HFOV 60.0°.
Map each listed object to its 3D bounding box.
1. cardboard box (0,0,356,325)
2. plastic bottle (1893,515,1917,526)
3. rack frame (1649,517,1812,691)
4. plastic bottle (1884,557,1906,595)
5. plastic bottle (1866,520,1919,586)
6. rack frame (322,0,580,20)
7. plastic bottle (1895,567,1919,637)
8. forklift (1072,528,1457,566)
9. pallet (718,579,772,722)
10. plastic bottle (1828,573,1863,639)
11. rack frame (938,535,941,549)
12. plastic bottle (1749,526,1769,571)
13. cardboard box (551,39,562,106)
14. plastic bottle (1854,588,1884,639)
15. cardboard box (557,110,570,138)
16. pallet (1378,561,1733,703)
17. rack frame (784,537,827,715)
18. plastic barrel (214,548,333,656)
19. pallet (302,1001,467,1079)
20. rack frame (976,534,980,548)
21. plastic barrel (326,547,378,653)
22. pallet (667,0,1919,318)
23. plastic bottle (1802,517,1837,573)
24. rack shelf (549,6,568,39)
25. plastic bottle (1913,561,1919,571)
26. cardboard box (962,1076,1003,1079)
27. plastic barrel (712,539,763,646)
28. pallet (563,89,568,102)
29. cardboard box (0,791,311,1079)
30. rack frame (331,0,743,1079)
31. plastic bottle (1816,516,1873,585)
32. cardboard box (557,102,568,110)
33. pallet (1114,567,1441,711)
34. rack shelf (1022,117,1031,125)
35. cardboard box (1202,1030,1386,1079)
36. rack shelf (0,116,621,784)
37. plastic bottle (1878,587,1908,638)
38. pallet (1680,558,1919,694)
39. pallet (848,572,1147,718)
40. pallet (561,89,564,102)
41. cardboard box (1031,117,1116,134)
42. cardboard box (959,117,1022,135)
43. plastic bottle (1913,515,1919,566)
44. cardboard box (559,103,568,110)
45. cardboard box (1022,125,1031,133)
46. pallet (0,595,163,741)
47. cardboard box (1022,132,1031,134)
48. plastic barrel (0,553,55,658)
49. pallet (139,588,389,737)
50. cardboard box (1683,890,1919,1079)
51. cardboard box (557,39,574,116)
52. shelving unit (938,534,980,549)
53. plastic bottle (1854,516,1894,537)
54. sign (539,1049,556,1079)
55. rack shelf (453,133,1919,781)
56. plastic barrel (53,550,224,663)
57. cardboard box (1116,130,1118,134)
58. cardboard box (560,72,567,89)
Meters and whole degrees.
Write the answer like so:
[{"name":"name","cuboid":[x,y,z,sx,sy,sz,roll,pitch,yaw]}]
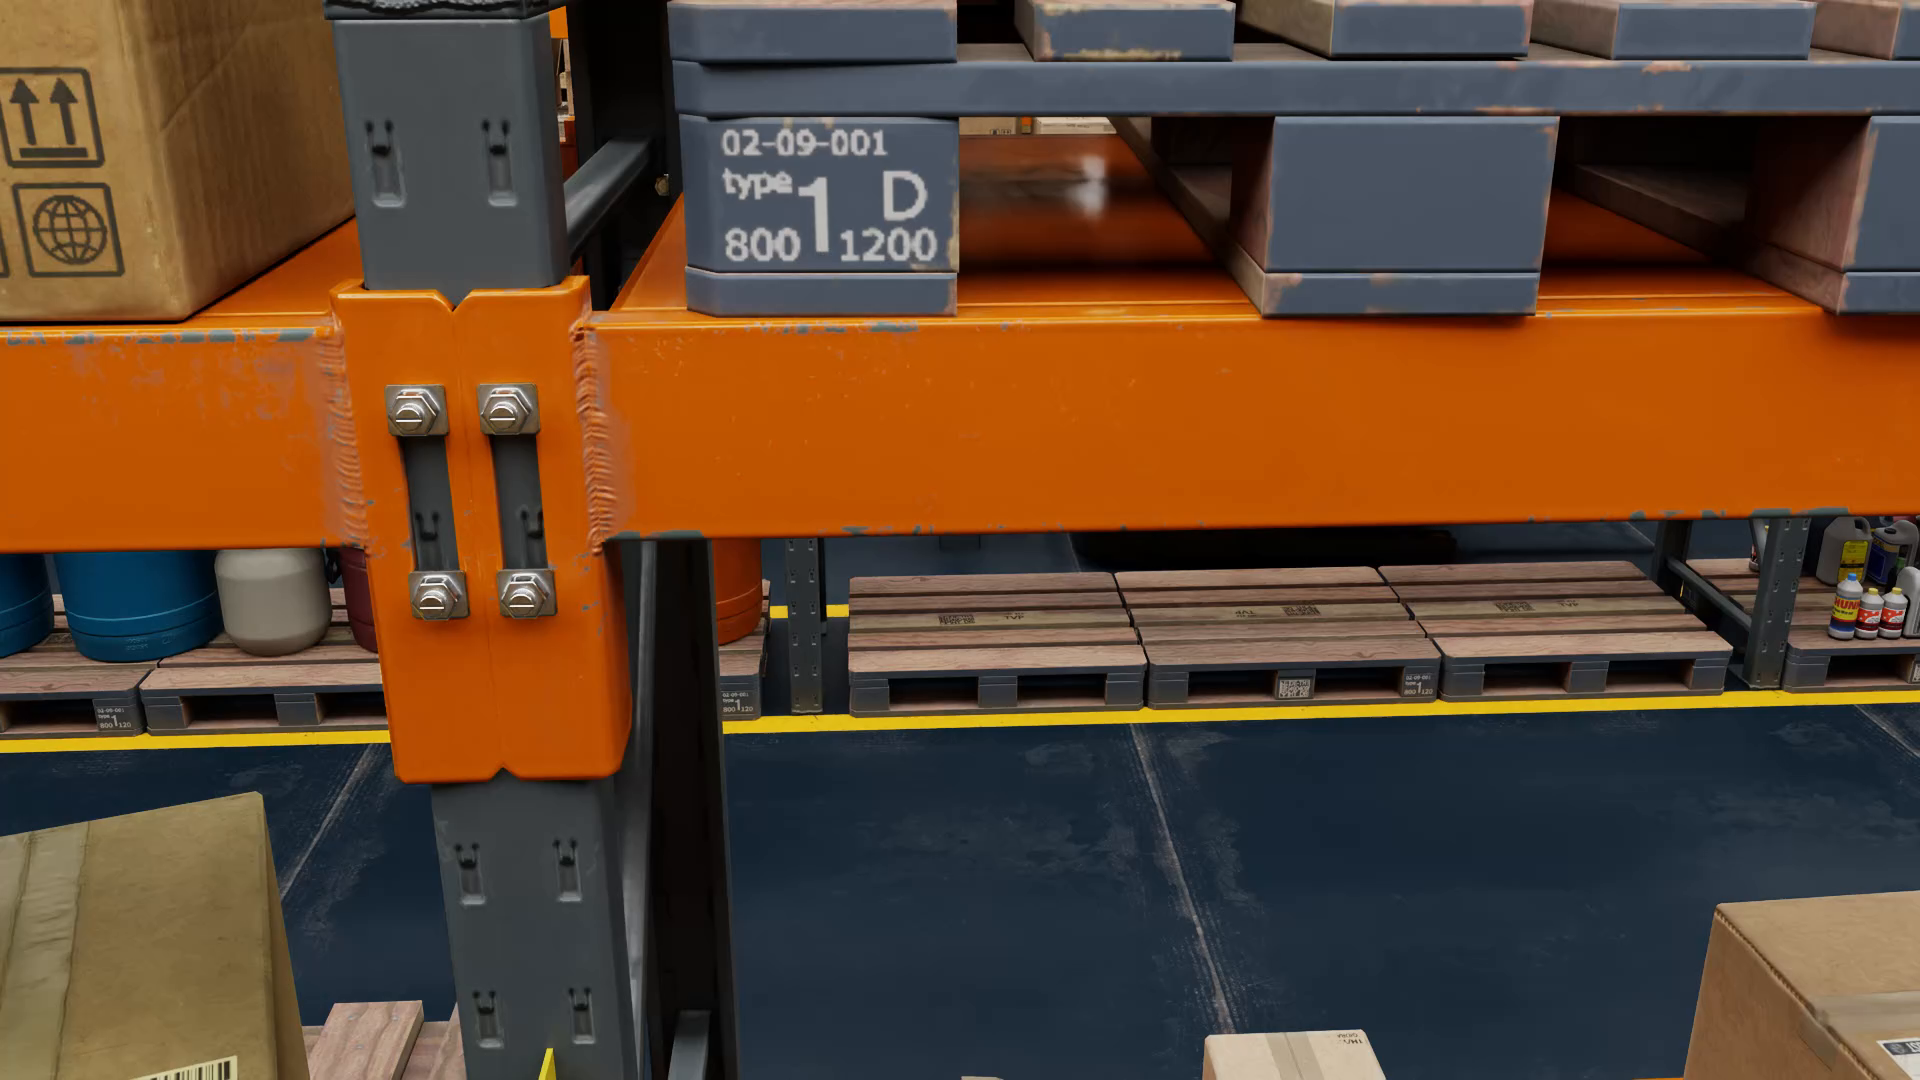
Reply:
[{"name":"cardboard box","cuboid":[-0.804,-0.536,1.458,0.500,0.500,0.910,-1,21,-3]},{"name":"plastic bottle","cuboid":[4.322,-0.023,7.666,0.133,0.283,0.061,0,21,1]},{"name":"rack frame","cuboid":[3.344,-0.950,6.899,0.127,3.000,1.000,-1,21,-3]},{"name":"plastic bottle","cuboid":[4.002,0.209,7.055,0.133,0.283,0.061,-1,21,-3]},{"name":"plastic bottle","cuboid":[4.196,0.050,7.482,0.135,0.276,0.152,-1,21,-3]},{"name":"rack frame","cuboid":[-0.371,-1.912,0.997,0.127,3.000,1.000,-1,21,-3]},{"name":"plastic bottle","cuboid":[4.008,0.251,6.957,0.135,0.276,0.152,0,21,-1]},{"name":"forklift","cuboid":[2.082,-1.423,8.240,3.031,2.935,1.130,-1,21,-1]},{"name":"pallet","cuboid":[-1.434,0.466,7.101,1.213,0.211,1.003,-1,21,-3]},{"name":"plastic bottle","cuboid":[3.687,0.269,6.915,0.097,0.271,0.097,0,21,0]},{"name":"rack frame","cuboid":[-0.110,-0.418,8.455,0.006,0.900,0.240,-1,21,-3]},{"name":"plastic bottle","cuboid":[3.688,0.034,7.629,0.097,0.201,0.097,0,21,0]},{"name":"cardboard box","cuboid":[-2.983,-3.106,11.013,0.637,0.503,0.797,0,21,-1]},{"name":"plastic bottle","cuboid":[3.789,0.300,6.933,0.097,0.201,0.097,0,21,0]},{"name":"cardboard box","cuboid":[-2.427,-2.557,10.980,0.500,0.500,0.500,-2,21,-5]},{"name":"pallet","cuboid":[2.562,0.383,7.318,1.213,0.211,1.003,-1,21,-3]},{"name":"rack frame","cuboid":[-0.650,-0.868,6.686,0.127,3.000,1.000,-1,21,-3]},{"name":"plastic barrel","cuboid":[-2.823,0.180,6.838,0.421,0.512,0.421,0,21,0]},{"name":"pallet","cuboid":[-1.043,1.020,1.997,1.003,0.211,1.213,-1,21,-3]},{"name":"rack frame","cuboid":[0.093,-0.422,8.466,0.006,0.900,0.240,-1,21,-3]},{"name":"plastic barrel","cuboid":[-2.264,0.101,6.938,0.708,0.588,0.600,-1,21,-3]},{"name":"pallet","cuboid":[0.302,-0.468,1.684,1.003,0.211,1.213,0,21,-1]},{"name":"plastic bottle","cuboid":[3.970,-0.033,7.596,0.185,0.351,0.144,-2,21,-4]},{"name":"rack shelf","cuboid":[-2.646,-1.893,6.174,4.000,0.370,1.077,-1,21,-3]},{"name":"plastic bottle","cuboid":[4.165,0.163,7.083,0.185,0.351,0.144,-1,21,-3]},{"name":"cardboard box","cuboid":[-0.005,0.941,2.059,0.500,0.311,0.500,0,21,0]},{"name":"plastic barrel","cuboid":[-1.137,-0.034,6.956,0.708,0.830,0.600,-1,21,-3]},{"name":"pallet","cuboid":[-3.089,-4.247,15.831,1.213,0.211,1.003,-1,21,-3]},{"name":"cardboard box","cuboid":[-0.993,0.701,1.833,0.500,0.500,0.700,-8,22,-21]},{"name":"rack frame","cuboid":[-0.371,0.891,2.064,0.127,3.000,1.000,-1,21,-3]},{"name":"plastic bottle","cuboid":[3.979,0.018,7.461,0.185,0.351,0.144,-1,21,-3]},{"name":"cardboard box","cuboid":[-2.958,-2.729,11.432,0.500,0.500,0.500,-1,21,-3]},{"name":"pallet","cuboid":[1.341,0.409,7.250,1.213,0.211,1.003,-1,21,-3]},{"name":"rack shelf","cuboid":[0.882,-4.096,16.175,4.000,0.370,1.077,-1,21,-3]},{"name":"cardboard box","cuboid":[0.512,0.892,2.415,0.250,0.149,0.380,-1,21,-3]},{"name":"rack shelf","cuboid":[-2.367,-0.134,1.552,4.000,0.370,1.077,-1,21,-3]},{"name":"plastic bottle","cuboid":[3.890,0.298,6.938,0.097,0.201,0.097,0,21,0]},{"name":"pallet","cuboid":[4.017,0.355,7.393,1.213,0.211,1.003,-1,21,-3]},{"name":"pallet","cuboid":[0.126,0.433,7.187,1.213,0.211,1.003,-1,21,-3]},{"name":"pallet","cuboid":[-4.337,-4.185,15.666,1.213,0.211,1.003,-1,21,-3]},{"name":"cardboard box","cuboid":[0.754,-2.706,11.134,0.500,0.250,0.500,-2,21,-5]},{"name":"cardboard box","cuboid":[0.156,-2.943,11.404,0.500,0.500,0.700,2,21,5]},{"name":"plastic bottle","cuboid":[4.484,-0.043,7.623,0.185,0.351,0.144,-1,21,-3]},{"name":"cardboard box","cuboid":[-2.459,-2.738,11.457,0.500,0.500,0.500,-2,21,-4]},{"name":"cardboard box","cuboid":[0.560,-5.155,21.049,0.625,0.372,0.950,0,21,-1]},{"name":"pallet","cuboid":[-3.870,0.515,6.971,1.213,0.211,1.003,-1,21,-3]},{"name":"cardboard box","cuboid":[0.371,-3.536,16.264,0.750,0.750,1.050,-1,21,-2]},{"name":"plastic barrel","cuboid":[-4.099,-0.008,6.784,0.708,0.901,0.600,-1,21,-3]},{"name":"pallet","cuboid":[-2.649,0.489,7.039,1.213,0.211,1.003,-1,21,-3]},{"name":"cardboard box","cuboid":[1.304,0.805,2.151,0.500,0.500,0.500,-2,21,-6]},{"name":"cardboard box","cuboid":[-2.314,-3.122,11.055,0.637,0.503,0.797,-1,21,-2]},{"name":"shelving unit","cuboid":[-0.008,-0.420,8.460,0.210,0.900,0.258,-1,21,-3]},{"name":"plastic bottle","cuboid":[4.162,-0.037,7.606,0.185,0.351,0.144,-2,21,-6]},{"name":"sign","cuboid":[-0.330,0.580,1.367,0.005,0.325,0.100,-1,21,-3]},{"name":"rack shelf","cuboid":[1.626,-0.215,1.765,4.000,0.370,1.077,-1,21,-3]},{"name":"plastic barrel","cuboid":[-3.392,-0.022,6.822,0.708,0.901,0.600,-1,21,-3]},{"name":"cardboard box","cuboid":[1.336,-2.886,11.249,0.637,0.503,0.797,1,21,2]},{"name":"cardboard box","cuboid":[-3.657,-4.255,15.345,0.250,0.149,0.380,-2,21,-5]}]
